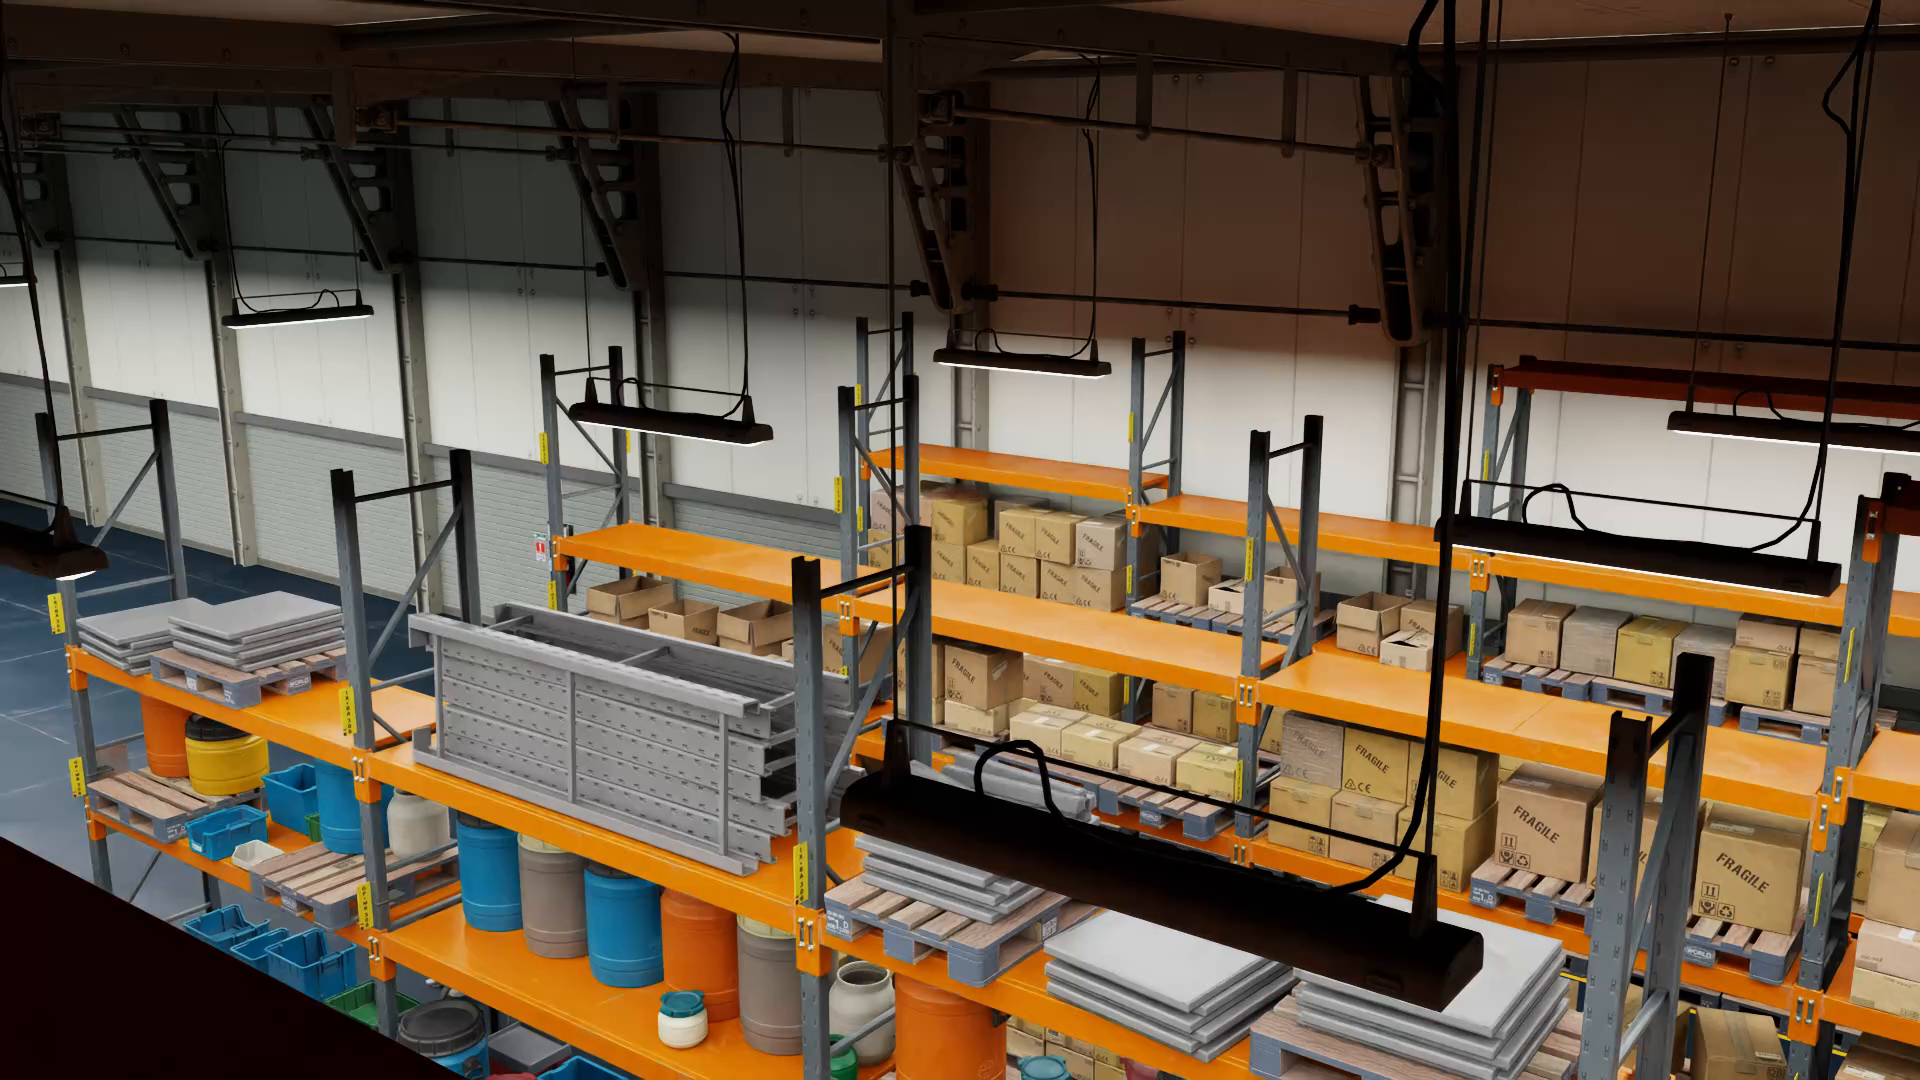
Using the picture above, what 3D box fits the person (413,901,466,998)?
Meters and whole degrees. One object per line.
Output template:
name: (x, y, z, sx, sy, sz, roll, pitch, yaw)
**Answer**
person: (-4.957, 3.565, 16.052, 0.710, 1.799, 0.626, 2, 13, 10)
